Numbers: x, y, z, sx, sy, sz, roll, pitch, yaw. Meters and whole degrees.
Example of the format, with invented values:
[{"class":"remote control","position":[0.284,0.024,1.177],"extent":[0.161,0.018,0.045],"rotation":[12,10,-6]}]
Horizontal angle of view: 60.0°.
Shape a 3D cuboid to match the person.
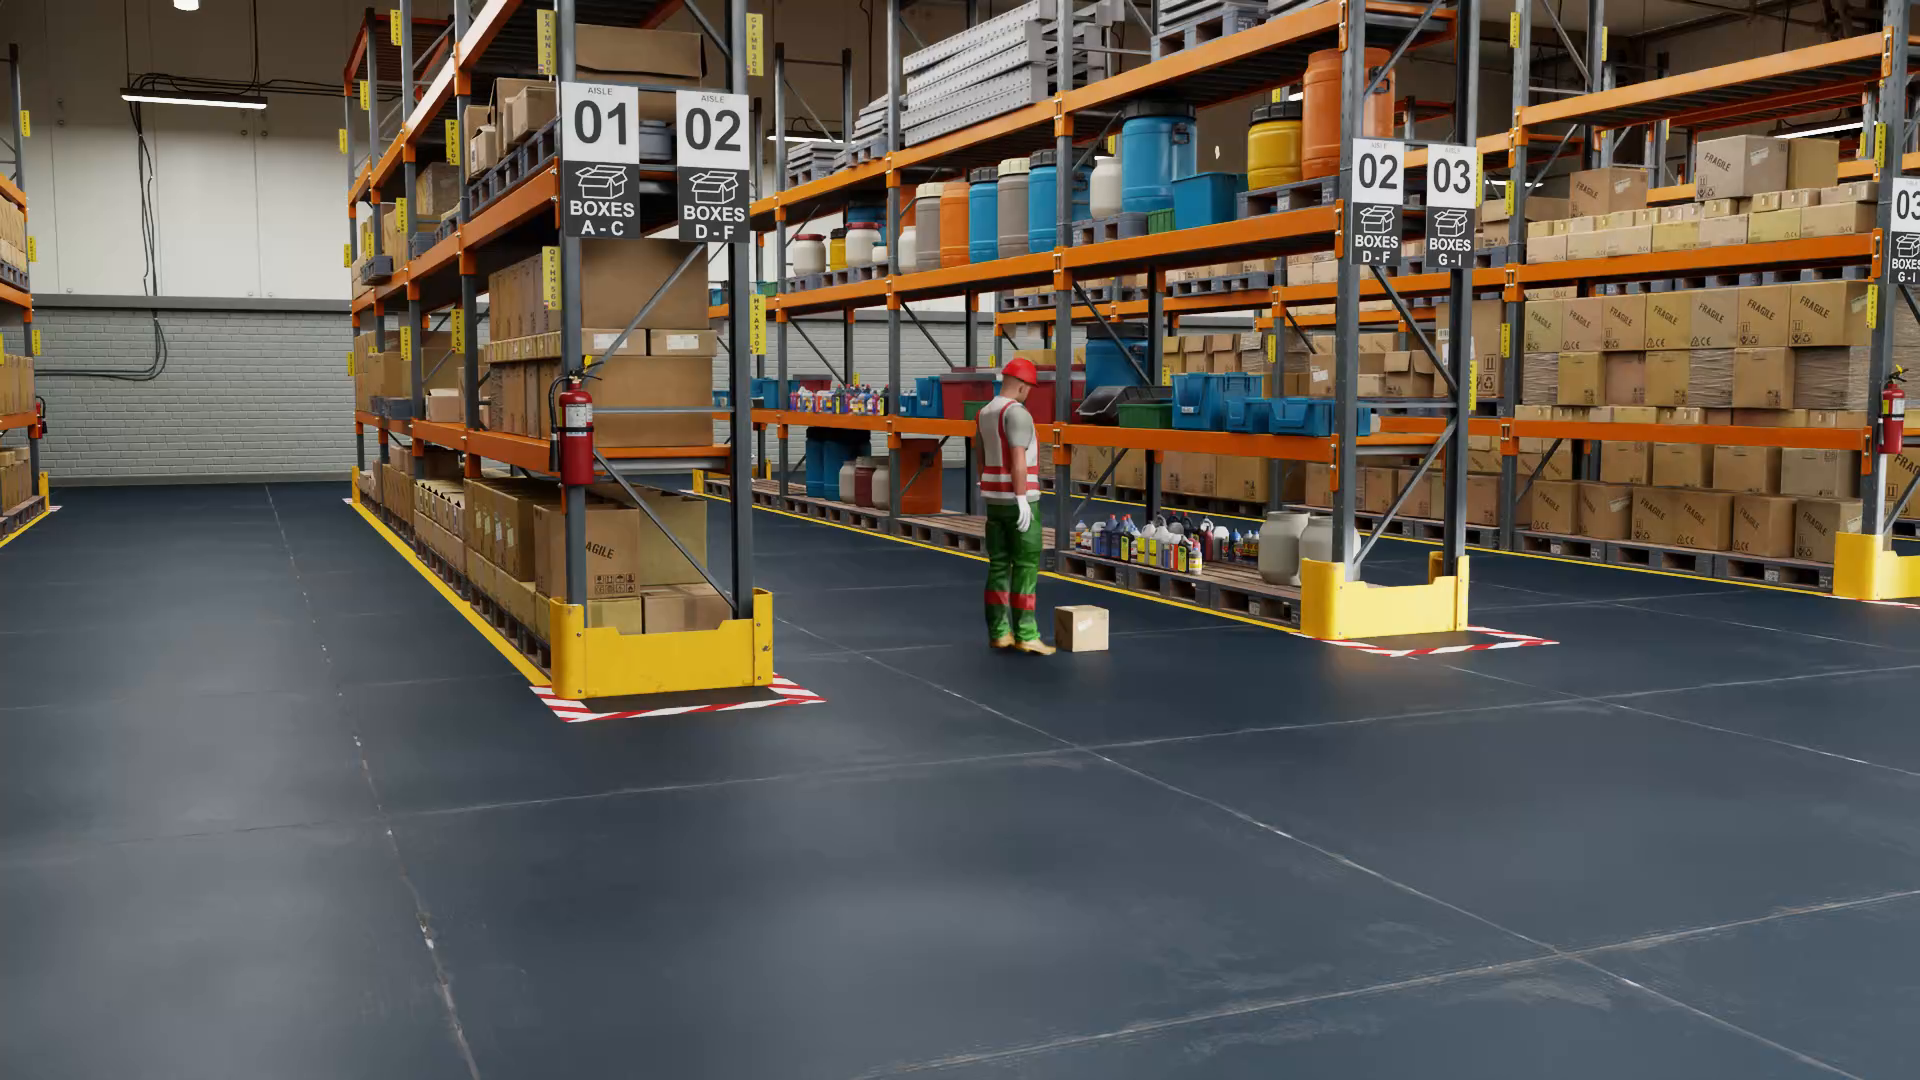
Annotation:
[{"class":"person","position":[0.330,-0.205,10.204],"extent":[0.402,1.816,0.688],"rotation":[-3,6,-33]}]
